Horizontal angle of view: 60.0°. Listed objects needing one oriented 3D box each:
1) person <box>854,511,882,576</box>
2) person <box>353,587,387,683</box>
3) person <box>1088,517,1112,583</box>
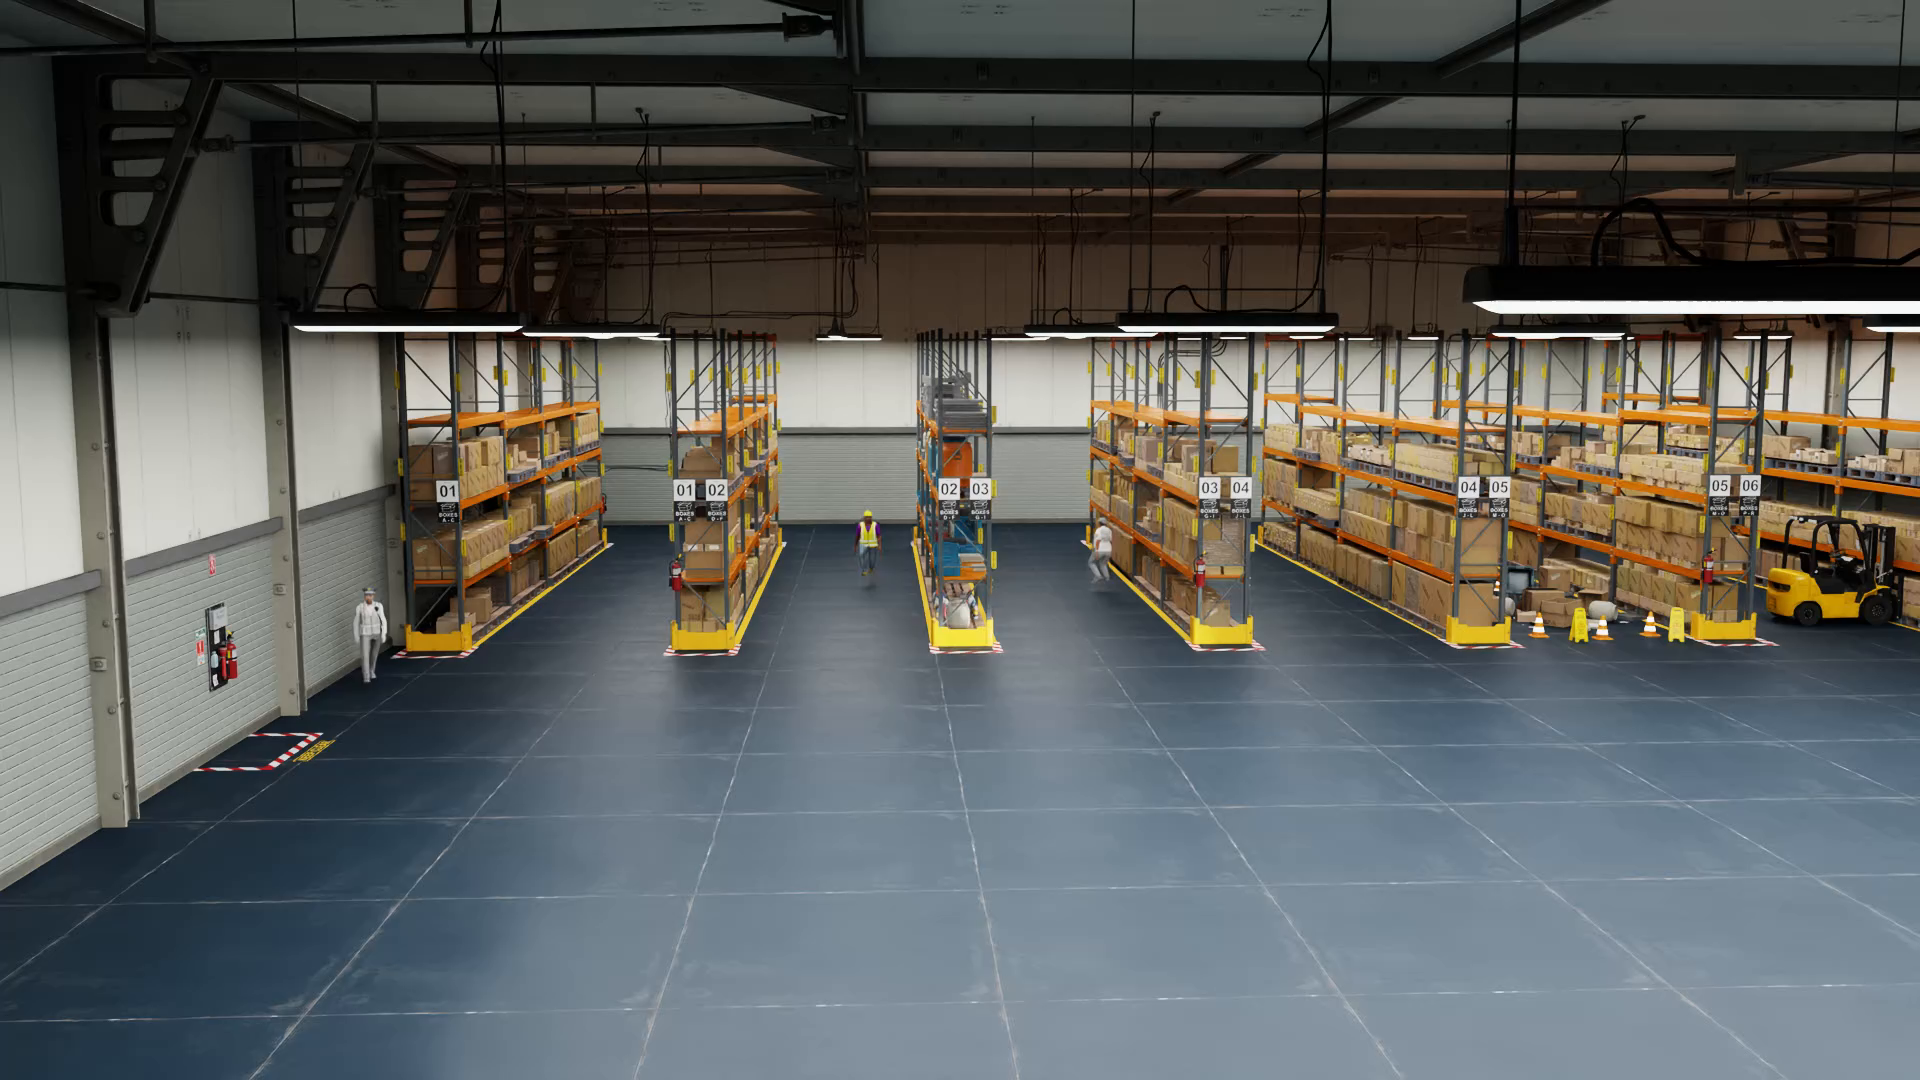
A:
[{"bbox_3d":[-2.180,0.064,39.298,0.665,1.524,1.083,0,7,-2],"label":"person"},{"bbox_3d":[-9.922,1.594,28.022,0.517,1.624,1.036,-4,8,-32],"label":"person"},{"bbox_3d":[3.288,0.237,38.384,0.511,1.530,0.602,-3,7,-22],"label":"person"}]
